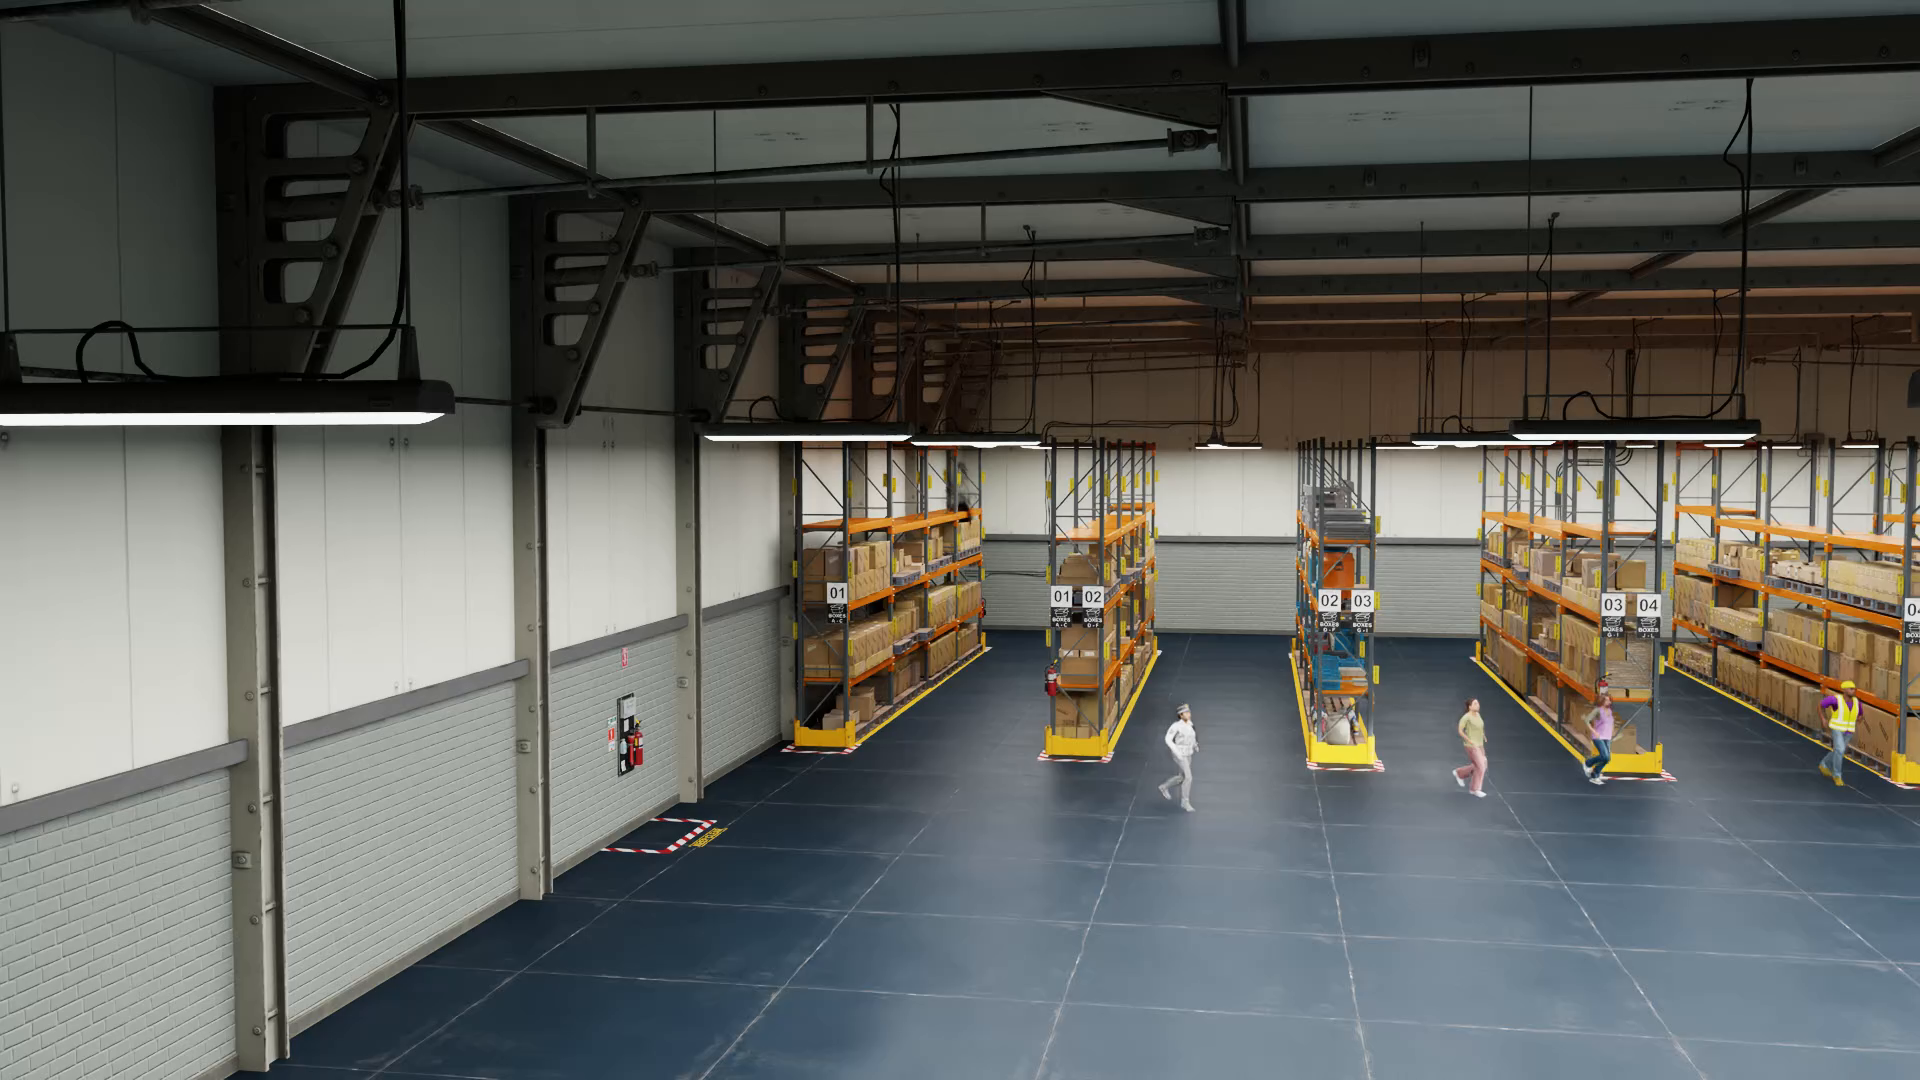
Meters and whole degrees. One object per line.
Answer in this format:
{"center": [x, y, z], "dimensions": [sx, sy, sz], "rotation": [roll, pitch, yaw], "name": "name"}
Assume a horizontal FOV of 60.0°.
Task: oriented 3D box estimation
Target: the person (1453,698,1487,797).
{"center": [8.527, 3.441, 27.793], "dimensions": [0.577, 1.644, 0.603], "rotation": [-3, 4, -45], "name": "person"}

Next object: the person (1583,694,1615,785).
{"center": [11.084, 3.437, 28.714], "dimensions": [0.527, 1.552, 0.521], "rotation": [-2, 3, -28], "name": "person"}

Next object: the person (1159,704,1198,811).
{"center": [3.507, 3.480, 26.750], "dimensions": [0.726, 1.733, 0.622], "rotation": [3, 4, 41], "name": "person"}

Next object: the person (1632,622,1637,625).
{"center": [18.363, 2.551, 45.082], "dimensions": [0.565, 1.582, 0.738], "rotation": [3, 4, 42], "name": "person"}

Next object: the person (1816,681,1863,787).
{"center": [15.322, 3.331, 28.887], "dimensions": [0.725, 1.791, 0.879], "rotation": [0, 3, -8], "name": "person"}
